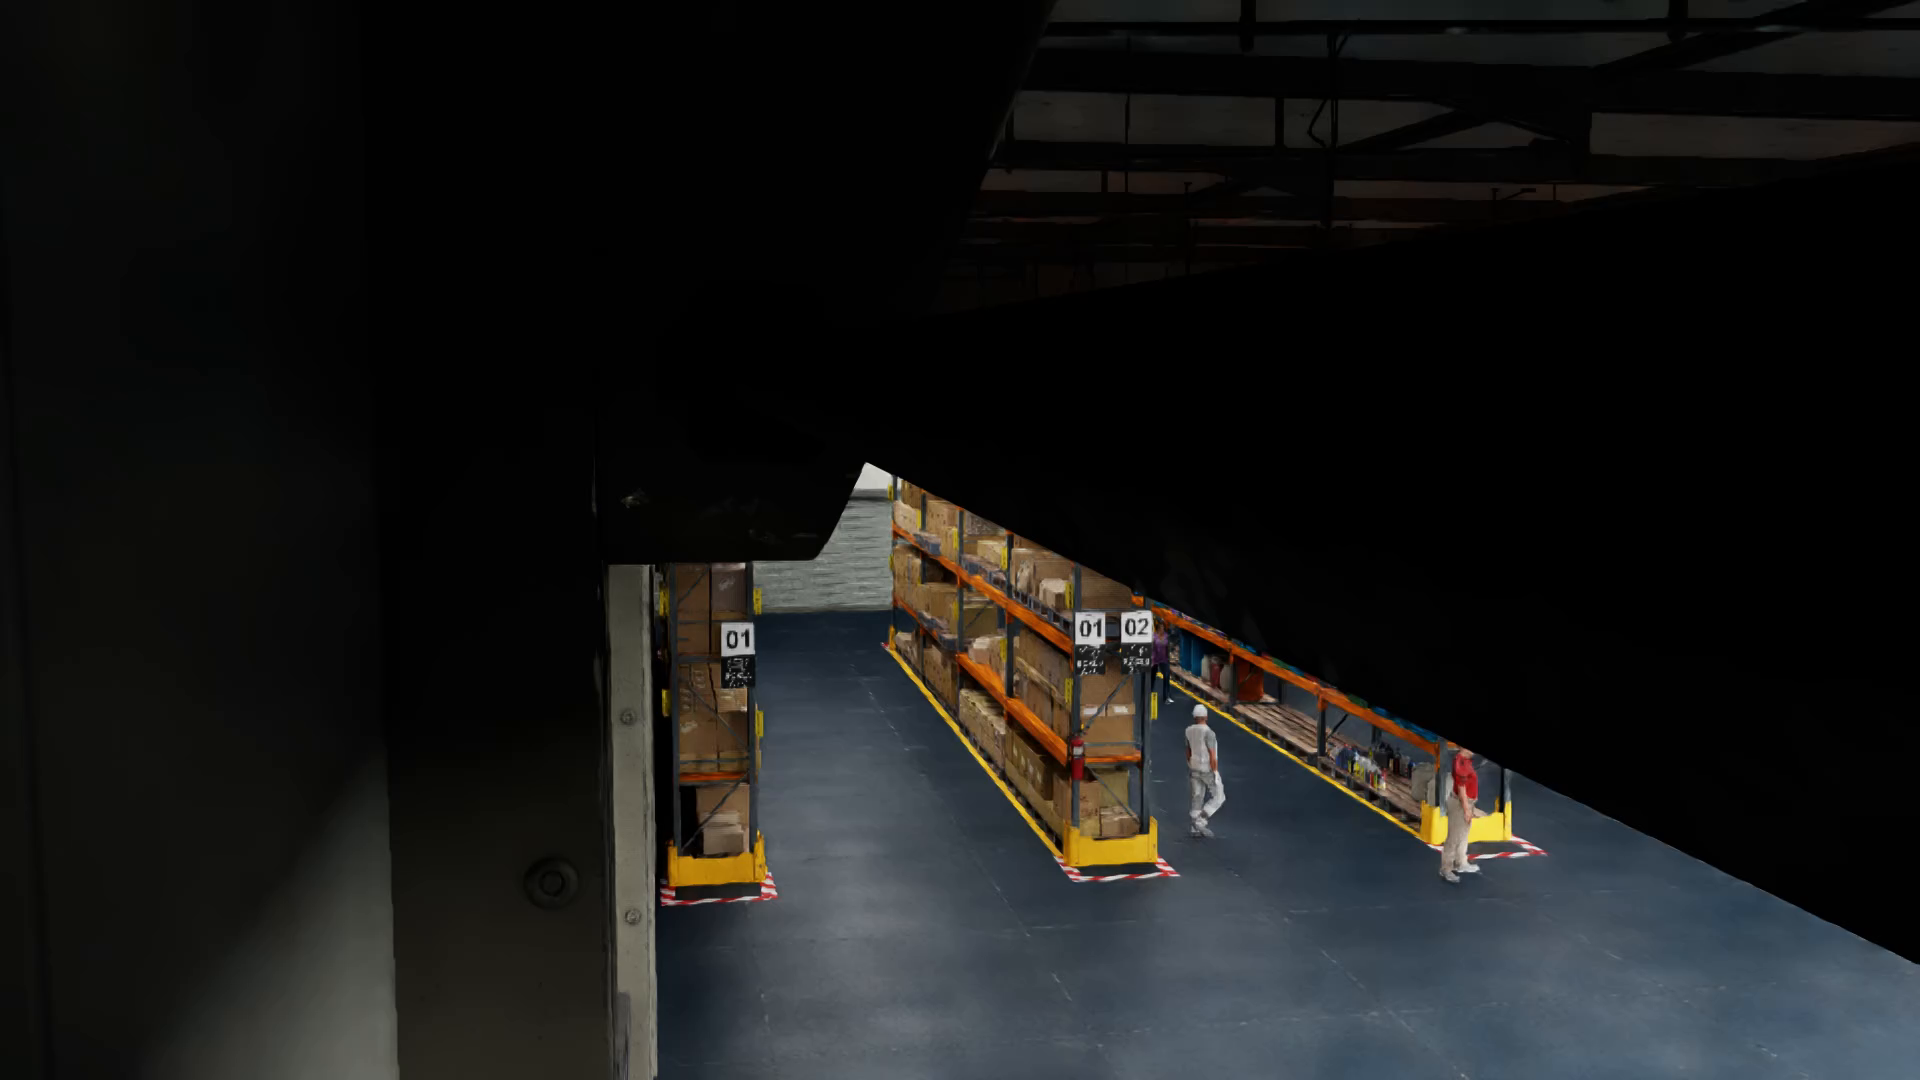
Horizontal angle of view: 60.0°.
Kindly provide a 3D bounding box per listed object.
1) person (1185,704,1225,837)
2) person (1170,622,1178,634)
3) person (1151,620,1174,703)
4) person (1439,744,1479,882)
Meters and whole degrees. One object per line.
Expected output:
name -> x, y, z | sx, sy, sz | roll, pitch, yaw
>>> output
person -> 3.207, 3.062, 22.034 | 0.444, 1.786, 0.598 | -5, 8, -37
person -> 5.166, 1.379, 38.340 | 0.557, 1.621, 0.744 | -3, 7, -27
person -> 3.685, 2.234, 30.876 | 0.417, 1.504, 1.036 | -1, 6, -7
person -> 6.142, 3.268, 20.356 | 0.478, 1.731, 0.656 | 2, 6, 15
